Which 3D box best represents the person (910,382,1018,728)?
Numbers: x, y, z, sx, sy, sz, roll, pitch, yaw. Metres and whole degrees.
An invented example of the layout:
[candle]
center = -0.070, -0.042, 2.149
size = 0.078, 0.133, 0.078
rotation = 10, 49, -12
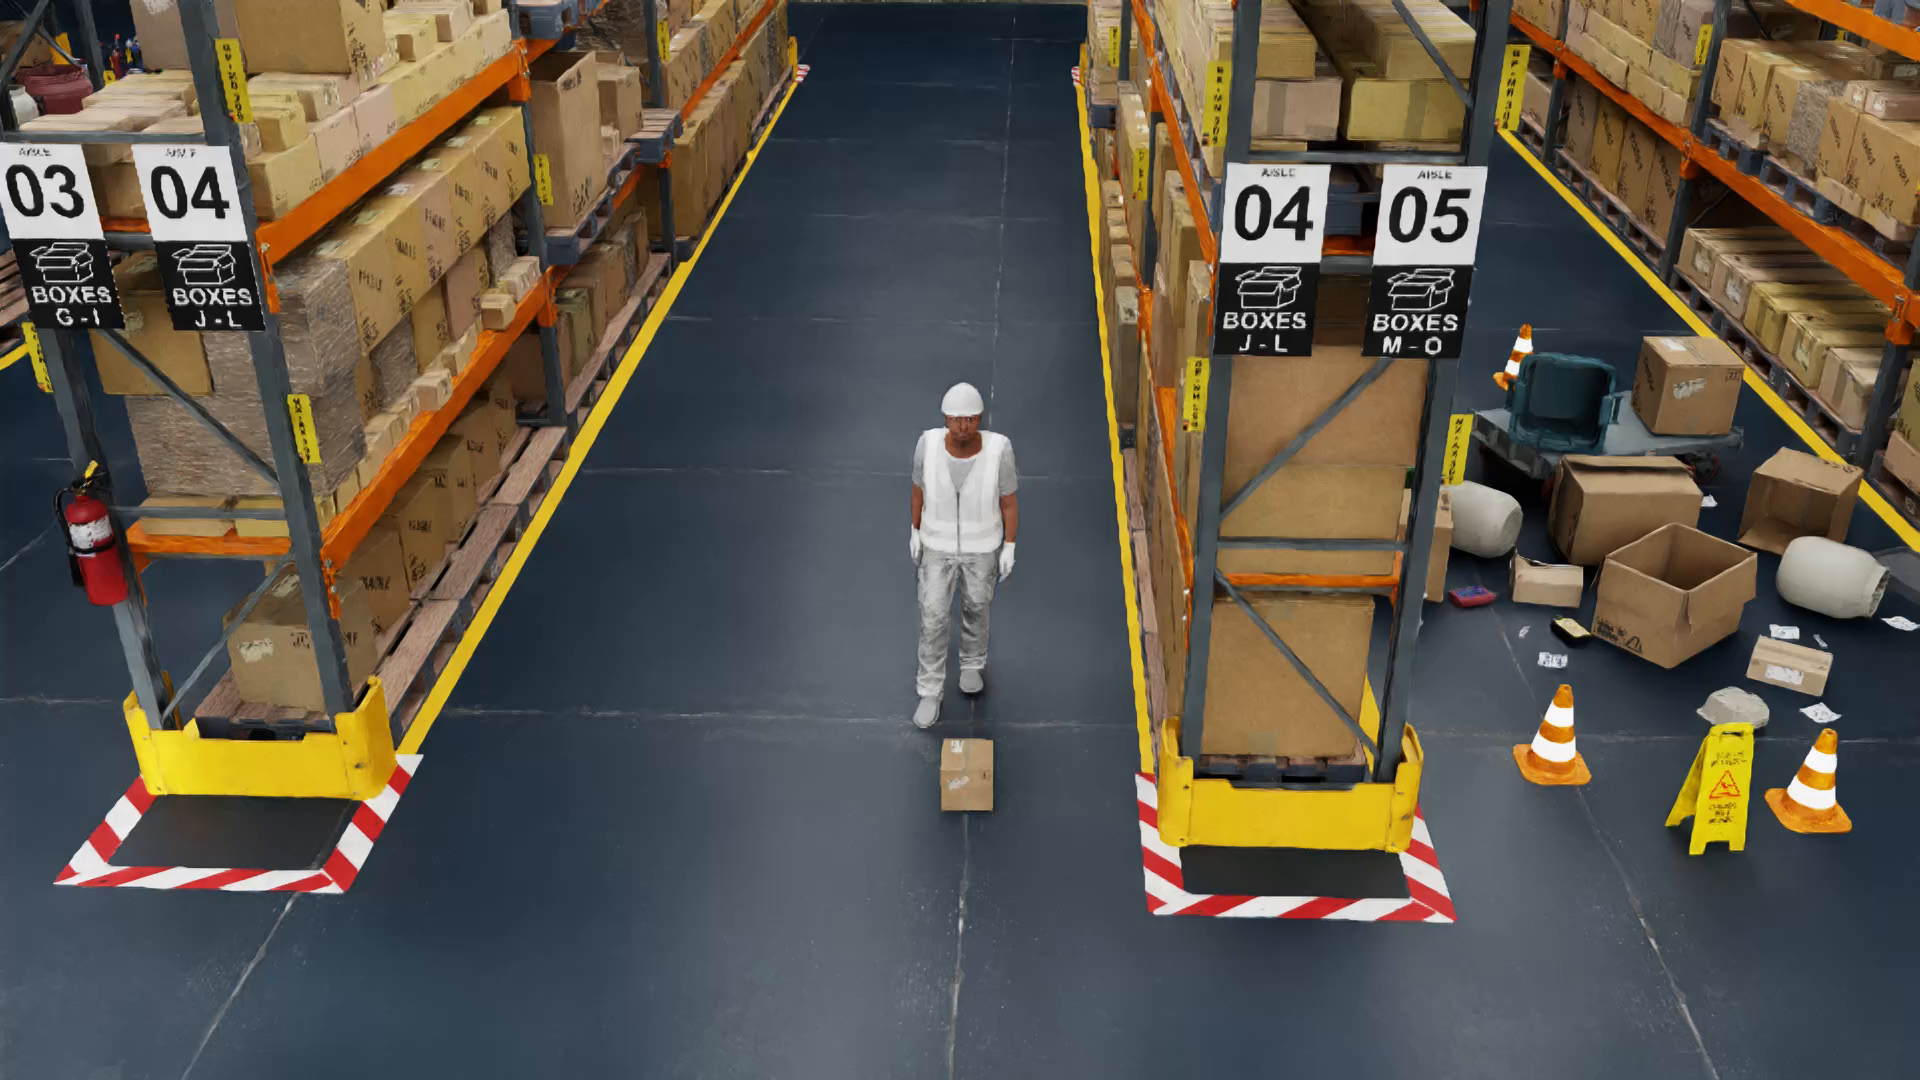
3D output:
[person]
center = 0.015, 0.058, 8.487
size = 0.560, 1.801, 0.583
rotation = 1, 28, 1
